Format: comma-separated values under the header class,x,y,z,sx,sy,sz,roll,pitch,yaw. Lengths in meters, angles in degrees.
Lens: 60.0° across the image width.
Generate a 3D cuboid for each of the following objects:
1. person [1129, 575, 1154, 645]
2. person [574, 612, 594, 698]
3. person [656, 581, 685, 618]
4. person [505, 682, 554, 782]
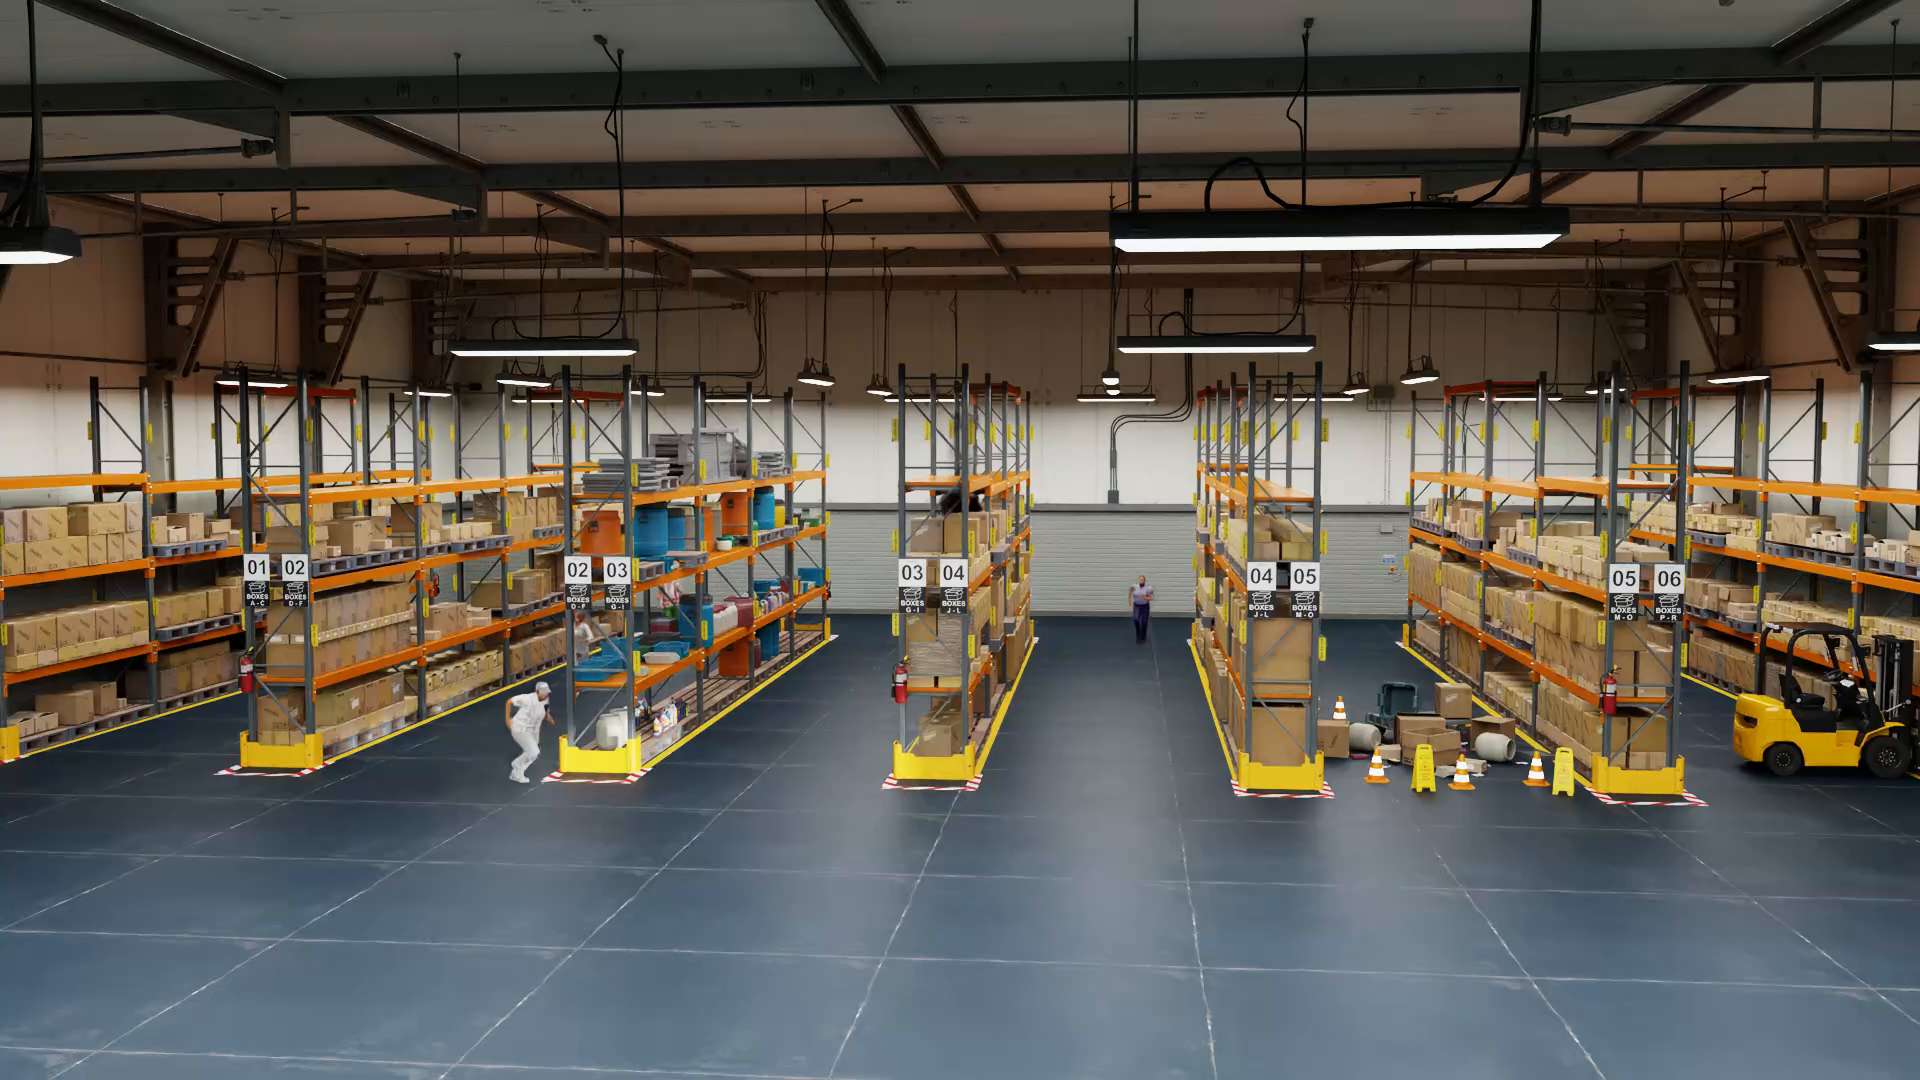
class,x,y,z,sx,sy,sz,roll,pitch,yaw
person,4.314,1.659,39.502,0.627,1.670,0.815,1,4,13
person,-7.250,2.163,31.786,0.525,1.611,0.820,0,4,3
person,-6.904,1.594,39.646,0.677,1.750,0.715,0,4,-4
person,-6.143,2.741,23.643,0.850,1.496,0.636,2,4,32
